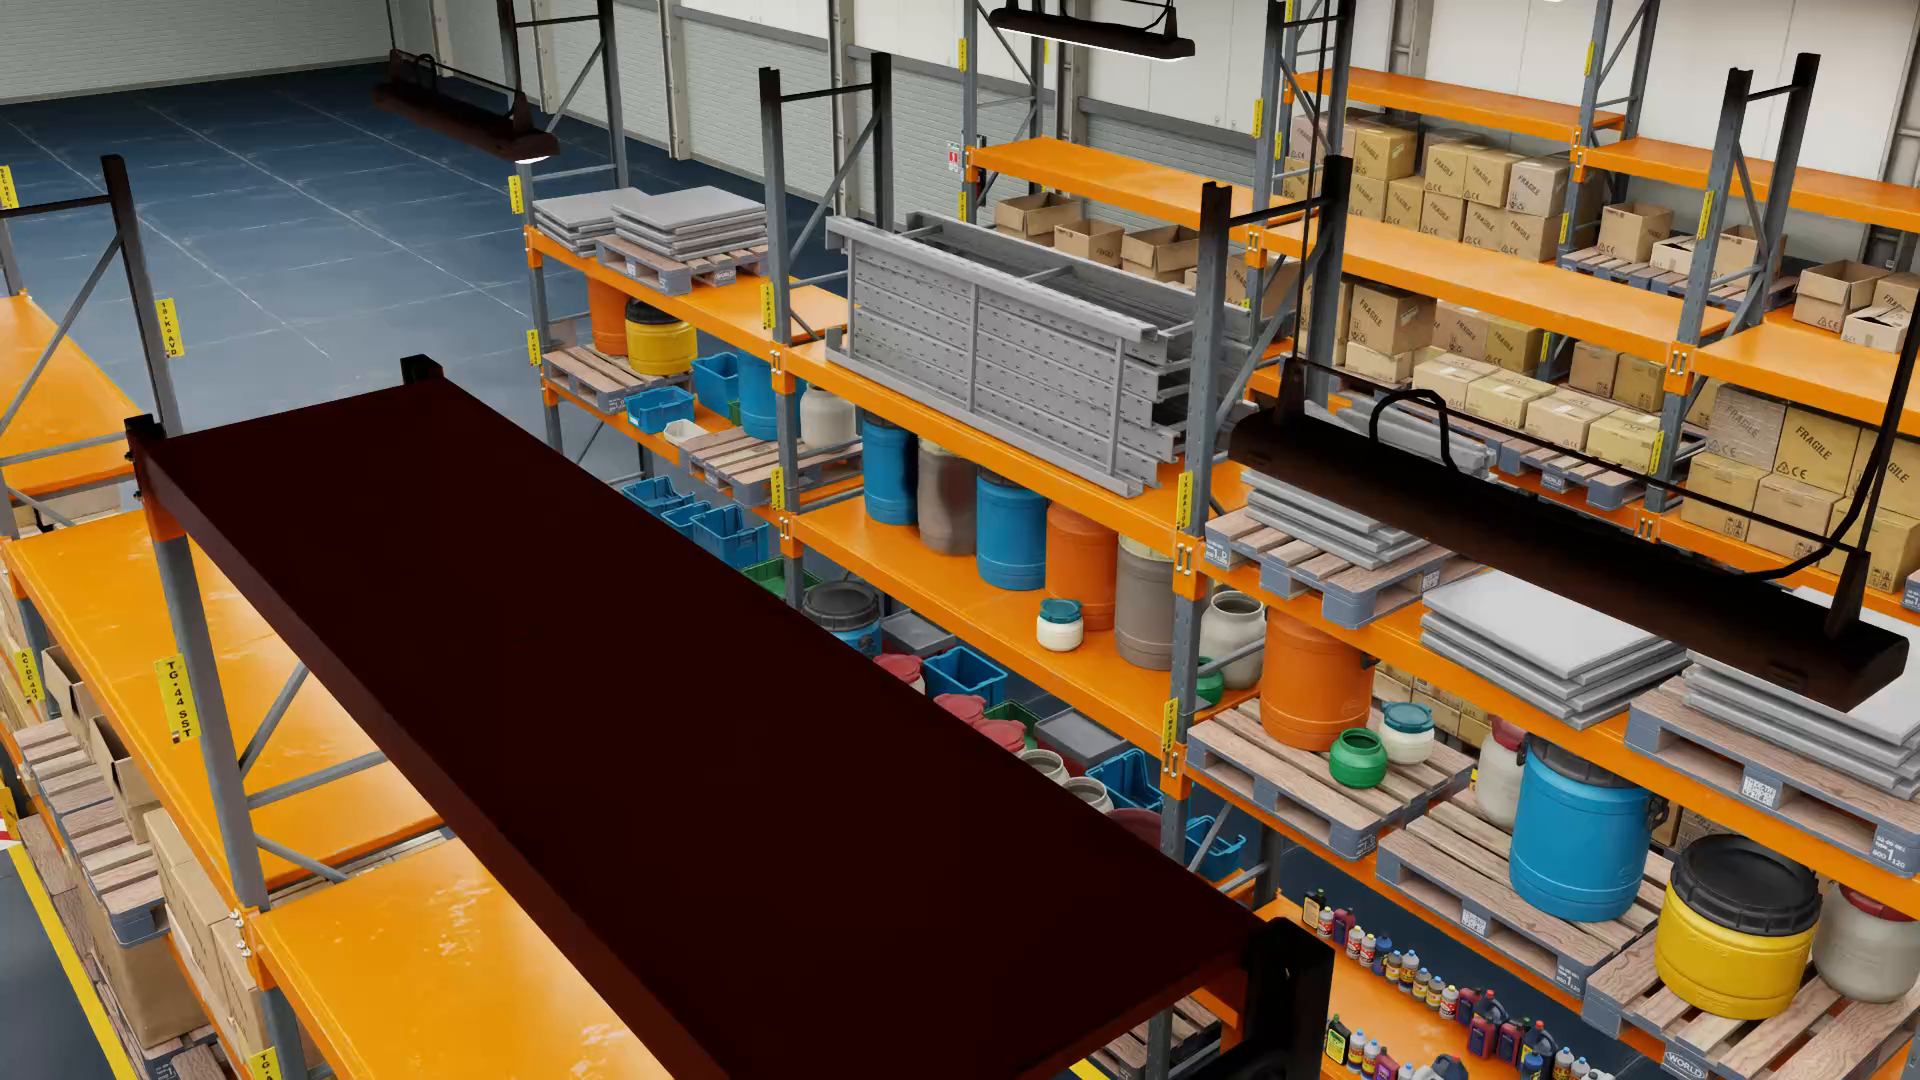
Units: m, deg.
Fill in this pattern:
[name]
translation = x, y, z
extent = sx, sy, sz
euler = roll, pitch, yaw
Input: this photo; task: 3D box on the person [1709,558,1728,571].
[person]
translation = 6.382, 0.827, 14.503
extent = 0.495, 1.772, 0.646
euler = -23, 34, -39
